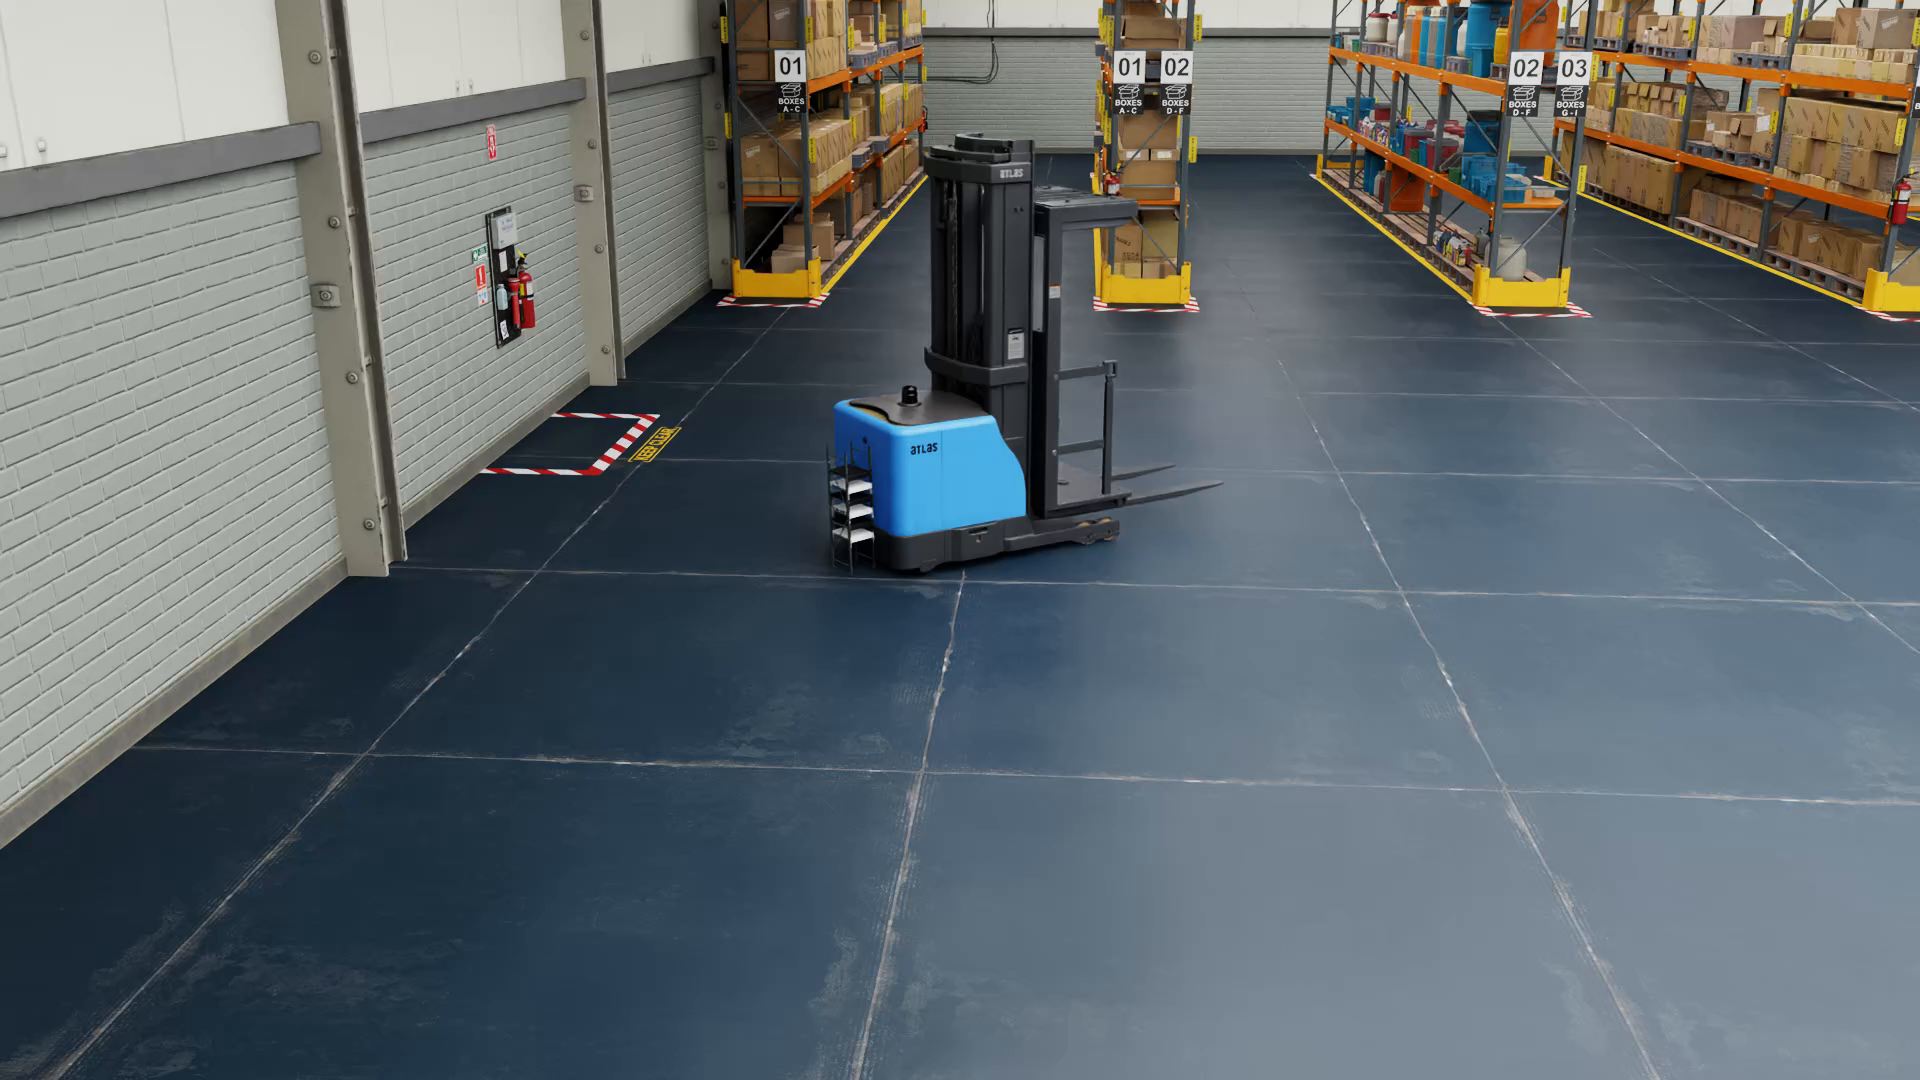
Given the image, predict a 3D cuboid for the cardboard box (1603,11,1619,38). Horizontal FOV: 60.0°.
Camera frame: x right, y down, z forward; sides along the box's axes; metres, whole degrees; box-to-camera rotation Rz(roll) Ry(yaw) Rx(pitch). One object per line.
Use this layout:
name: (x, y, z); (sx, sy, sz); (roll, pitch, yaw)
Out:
cardboard box: (13.237, -10.251, 33.078); (0.700, 0.500, 0.500); (2, 18, 7)

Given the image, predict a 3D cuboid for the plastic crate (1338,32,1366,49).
plastic crate: (8.161, -10.400, 34.628); (0.504, 0.338, 0.767); (1, 18, 4)

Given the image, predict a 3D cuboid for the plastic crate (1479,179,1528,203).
plastic crate: (7.135, -4.595, 21.867); (0.499, 0.251, 0.616); (1, 18, 4)

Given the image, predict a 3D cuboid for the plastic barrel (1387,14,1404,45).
plastic barrel: (7.947, -9.232, 30.069); (0.433, 0.535, 0.433); (0, 18, 0)

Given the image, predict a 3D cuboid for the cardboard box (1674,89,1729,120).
cardboard box: (12.979, -7.628, 29.115); (0.797, 0.503, 0.637); (2, 18, 6)

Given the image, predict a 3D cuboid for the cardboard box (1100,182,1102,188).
cardboard box: (2.700, -6.103, 29.072); (0.500, 0.311, 0.500); (2, 18, 6)

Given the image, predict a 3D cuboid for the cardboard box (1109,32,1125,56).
cardboard box: (2.316, -6.801, 22.787); (0.500, 0.311, 0.500); (3, 18, 10)

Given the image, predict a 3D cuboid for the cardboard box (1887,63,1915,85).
cardboard box: (12.119, -5.902, 21.043); (0.500, 0.250, 0.500); (2, 18, 5)

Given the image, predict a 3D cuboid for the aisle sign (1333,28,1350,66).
aisle sign: (8.253, -10.737, 36.199); (0.394, 0.787, 0.004); (1, 18, 4)

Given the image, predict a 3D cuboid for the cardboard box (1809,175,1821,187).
cardboard box: (12.244, -5.067, 23.473); (0.380, 0.149, 0.250); (1, 18, 4)

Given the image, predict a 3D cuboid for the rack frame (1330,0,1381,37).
rack frame: (8.544, -12.324, 35.581); (1.000, 3.000, 0.127); (1, 18, 4)

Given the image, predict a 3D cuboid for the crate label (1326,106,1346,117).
crate label: (8.198, -9.352, 36.320); (0.416, 0.233, 0.303); (1, 18, 4)

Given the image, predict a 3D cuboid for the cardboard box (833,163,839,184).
cardboard box: (-2.029, -5.284, 23.940); (0.500, 0.250, 0.500); (1, 18, 4)

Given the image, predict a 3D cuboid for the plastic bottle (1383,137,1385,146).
plastic bottle: (7.617, -7.136, 29.703); (0.097, 0.201, 0.097); (0, 18, 0)

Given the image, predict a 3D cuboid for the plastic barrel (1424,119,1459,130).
plastic barrel: (8.240, -6.902, 28.451); (0.600, 0.536, 0.708); (1, 18, 4)

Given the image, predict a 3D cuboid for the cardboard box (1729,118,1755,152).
cardboard box: (12.656, -6.424, 26.371); (0.797, 0.503, 0.637); (3, 18, 10)

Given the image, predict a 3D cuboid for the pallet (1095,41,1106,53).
pallet: (3.200, -9.477, 32.013); (1.213, 0.211, 1.003); (1, 18, 4)

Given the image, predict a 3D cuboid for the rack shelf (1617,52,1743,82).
rack shelf: (13.054, -8.582, 30.135); (1.077, 0.370, 4.000); (1, 18, 4)

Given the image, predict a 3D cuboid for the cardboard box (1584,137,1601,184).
cardboard box: (13.389, -7.792, 34.125); (0.875, 0.875, 0.875); (1, 18, 4)

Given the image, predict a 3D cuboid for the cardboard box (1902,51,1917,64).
cardboard box: (12.046, -6.030, 20.791); (0.380, 0.149, 0.250); (1, 18, 4)

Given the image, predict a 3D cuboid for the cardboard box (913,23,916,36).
cardboard box: (-1.194, -10.738, 34.966); (0.500, 0.250, 0.500); (1, 18, 2)

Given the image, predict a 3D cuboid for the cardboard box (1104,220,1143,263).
cardboard box: (2.198, -4.038, 22.465); (0.500, 0.500, 0.500); (1, 18, 4)

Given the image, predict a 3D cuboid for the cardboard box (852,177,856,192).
cardboard box: (-2.046, -6.027, 28.101); (0.500, 0.250, 0.500); (1, 18, 4)

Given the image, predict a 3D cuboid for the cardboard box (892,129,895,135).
cardboard box: (-1.468, -7.914, 32.130); (0.380, 0.149, 0.250); (1, 18, 4)

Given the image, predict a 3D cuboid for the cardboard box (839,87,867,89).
cardboard box: (-2.020, -8.389, 31.332); (0.500, 0.250, 0.500); (1, 18, 3)

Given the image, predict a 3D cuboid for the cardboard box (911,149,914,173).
cardboard box: (-1.359, -8.174, 35.892); (0.700, 0.500, 0.500); (1, 18, 2)

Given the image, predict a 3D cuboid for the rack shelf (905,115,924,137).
rack shelf: (-1.481, -8.731, 35.406); (1.077, 0.370, 4.000); (1, 18, 4)

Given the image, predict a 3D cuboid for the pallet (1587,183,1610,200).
pallet: (13.330, -7.029, 33.536); (1.003, 0.211, 1.213); (1, 18, 4)

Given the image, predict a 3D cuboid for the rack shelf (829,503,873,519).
rack shelf: (-0.762, -0.198, 11.678); (0.200, 0.077, 0.258); (-16, 24, -35)

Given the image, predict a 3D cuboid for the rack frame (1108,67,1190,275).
rack frame: (2.457, -4.615, 21.691); (1.000, 3.000, 0.127); (1, 18, 4)

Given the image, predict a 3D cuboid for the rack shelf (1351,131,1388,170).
rack shelf: (8.114, -7.267, 30.940); (1.077, 0.370, 4.000); (1, 18, 4)

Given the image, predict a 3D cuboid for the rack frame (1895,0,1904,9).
rack frame: (18.138, -10.829, 31.018); (1.000, 3.000, 0.127); (1, 18, 4)

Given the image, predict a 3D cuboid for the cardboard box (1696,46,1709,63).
cardboard box: (12.623, -8.091, 27.723); (0.500, 0.250, 0.500); (2, 18, 5)

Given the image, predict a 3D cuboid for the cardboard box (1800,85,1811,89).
cardboard box: (18.127, -9.751, 35.119); (0.500, 0.500, 0.500); (1, 18, 4)

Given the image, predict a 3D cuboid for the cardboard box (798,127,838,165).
cardboard box: (-2.037, -5.635, 23.807); (0.500, 0.500, 0.500); (2, 18, 6)

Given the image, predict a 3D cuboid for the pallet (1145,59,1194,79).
pallet: (2.533, -6.218, 21.906); (1.003, 0.211, 1.213); (1, 18, 4)

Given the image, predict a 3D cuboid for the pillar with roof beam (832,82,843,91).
pillar with roof beam: (1.857, -11.443, 32.894); (9.100, 9.000, 0.400); (1, 18, 4)

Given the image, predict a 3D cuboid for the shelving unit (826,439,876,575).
shelving unit: (-0.763, -0.229, 11.667); (0.210, 0.900, 0.258); (-16, 24, -35)

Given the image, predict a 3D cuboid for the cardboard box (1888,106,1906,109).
cardboard box: (12.726, -5.532, 22.245); (0.500, 0.500, 0.500); (1, 18, 4)

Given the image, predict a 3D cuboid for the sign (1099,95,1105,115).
sign: (2.488, -7.622, 29.133); (0.100, 0.325, 0.005); (1, 18, 4)

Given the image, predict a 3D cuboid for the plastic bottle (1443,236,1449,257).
plastic bottle: (7.145, -4.314, 24.426); (0.061, 0.283, 0.133); (2, 18, 6)

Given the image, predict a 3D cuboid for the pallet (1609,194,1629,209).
pallet: (13.218, -6.553, 32.084); (1.003, 0.211, 1.213); (1, 18, 4)

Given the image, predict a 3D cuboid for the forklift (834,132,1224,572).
forklift: (0.604, -1.484, 12.245); (3.031, 2.935, 1.130); (-10, 21, -29)

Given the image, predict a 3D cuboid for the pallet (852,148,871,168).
pallet: (-1.998, -6.110, 26.560); (1.003, 0.211, 1.213); (1, 18, 4)

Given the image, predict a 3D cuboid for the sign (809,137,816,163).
sign: (-1.943, -5.124, 21.853); (0.100, 0.325, 0.005); (1, 18, 4)

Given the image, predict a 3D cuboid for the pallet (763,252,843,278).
pallet: (-2.295, -4.052, 24.452); (1.003, 0.211, 1.213); (1, 18, 4)

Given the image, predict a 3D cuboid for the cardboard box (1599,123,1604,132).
cardboard box: (12.911, -8.183, 32.981); (0.380, 0.149, 0.250); (2, 18, 5)

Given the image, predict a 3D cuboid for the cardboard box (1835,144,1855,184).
cardboard box: (12.399, -5.064, 22.423); (0.875, 0.500, 0.500); (1, 18, 4)

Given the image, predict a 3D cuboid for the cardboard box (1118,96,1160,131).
cardboard box: (2.683, -6.227, 24.364); (0.700, 0.500, 0.500); (1, 18, 4)

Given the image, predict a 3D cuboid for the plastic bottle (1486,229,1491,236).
plastic bottle: (7.925, -4.490, 24.855); (0.144, 0.351, 0.185); (1, 18, 2)

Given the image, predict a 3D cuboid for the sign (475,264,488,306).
sign: (-4.085, -2.179, 14.198); (0.001, 0.329, 0.234); (1, 18, 4)
